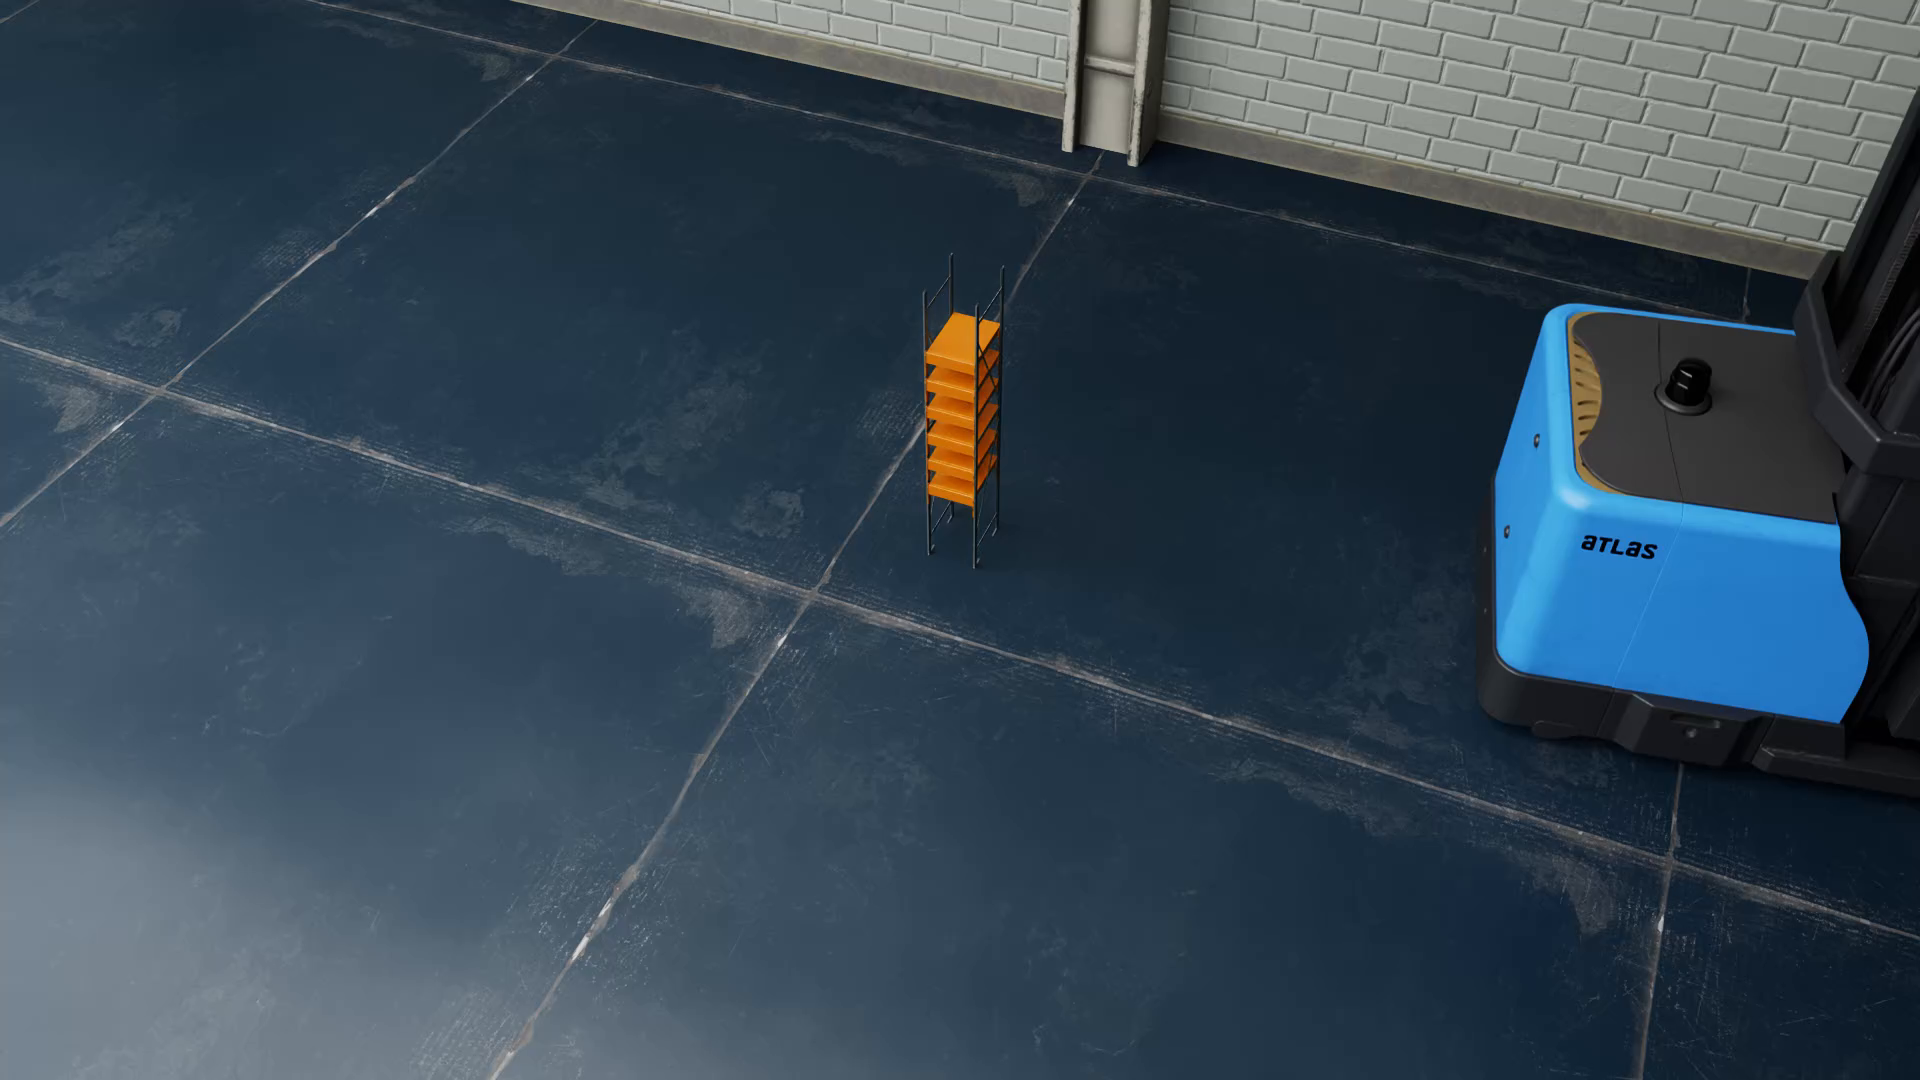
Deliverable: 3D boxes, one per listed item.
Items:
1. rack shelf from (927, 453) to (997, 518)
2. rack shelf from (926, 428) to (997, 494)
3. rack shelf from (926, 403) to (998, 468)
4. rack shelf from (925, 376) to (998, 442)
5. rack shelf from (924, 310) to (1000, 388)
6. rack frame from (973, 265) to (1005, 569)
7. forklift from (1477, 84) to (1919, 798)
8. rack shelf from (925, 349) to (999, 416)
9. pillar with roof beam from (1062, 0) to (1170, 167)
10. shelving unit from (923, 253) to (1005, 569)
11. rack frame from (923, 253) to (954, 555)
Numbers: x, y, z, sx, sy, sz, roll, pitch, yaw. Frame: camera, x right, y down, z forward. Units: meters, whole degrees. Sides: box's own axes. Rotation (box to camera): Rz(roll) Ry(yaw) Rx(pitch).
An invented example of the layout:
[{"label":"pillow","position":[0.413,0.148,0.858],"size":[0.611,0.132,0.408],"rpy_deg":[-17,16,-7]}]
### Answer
[{"label":"rack shelf","position":[0.013,-0.220,6.023],"size":[0.180,0.103,0.258],"rpy_deg":[16,47,16]},{"label":"rack shelf","position":[0.013,-0.305,5.939],"size":[0.180,0.103,0.258],"rpy_deg":[16,47,16]},{"label":"rack shelf","position":[0.013,-0.390,5.854],"size":[0.180,0.103,0.258],"rpy_deg":[16,47,16]},{"label":"rack shelf","position":[0.013,-0.475,5.770],"size":[0.180,0.103,0.258],"rpy_deg":[16,47,16]},{"label":"rack shelf","position":[0.013,-0.645,5.600],"size":[0.180,0.103,0.258],"rpy_deg":[16,47,16]},{"label":"rack frame","position":[0.098,-0.397,5.798],"size":[0.006,1.200,0.240],"rpy_deg":[16,47,16]},{"label":"forklift","position":[3.318,-0.524,4.698],"size":[3.031,2.935,1.130],"rpy_deg":[9,46,9]},{"label":"rack shelf","position":[0.013,-0.560,5.685],"size":[0.180,0.103,0.258],"rpy_deg":[16,47,16]},{"label":"pillar with roof beam","position":[-0.917,-2.351,2.233],"size":[0.400,9.000,9.100],"rpy_deg":[16,47,16]},{"label":"shelving unit","position":[0.013,-0.421,5.823],"size":[0.189,1.200,0.258],"rpy_deg":[16,47,16]},{"label":"rack frame","position":[-0.071,-0.446,5.848],"size":[0.006,1.200,0.240],"rpy_deg":[16,47,16]}]
